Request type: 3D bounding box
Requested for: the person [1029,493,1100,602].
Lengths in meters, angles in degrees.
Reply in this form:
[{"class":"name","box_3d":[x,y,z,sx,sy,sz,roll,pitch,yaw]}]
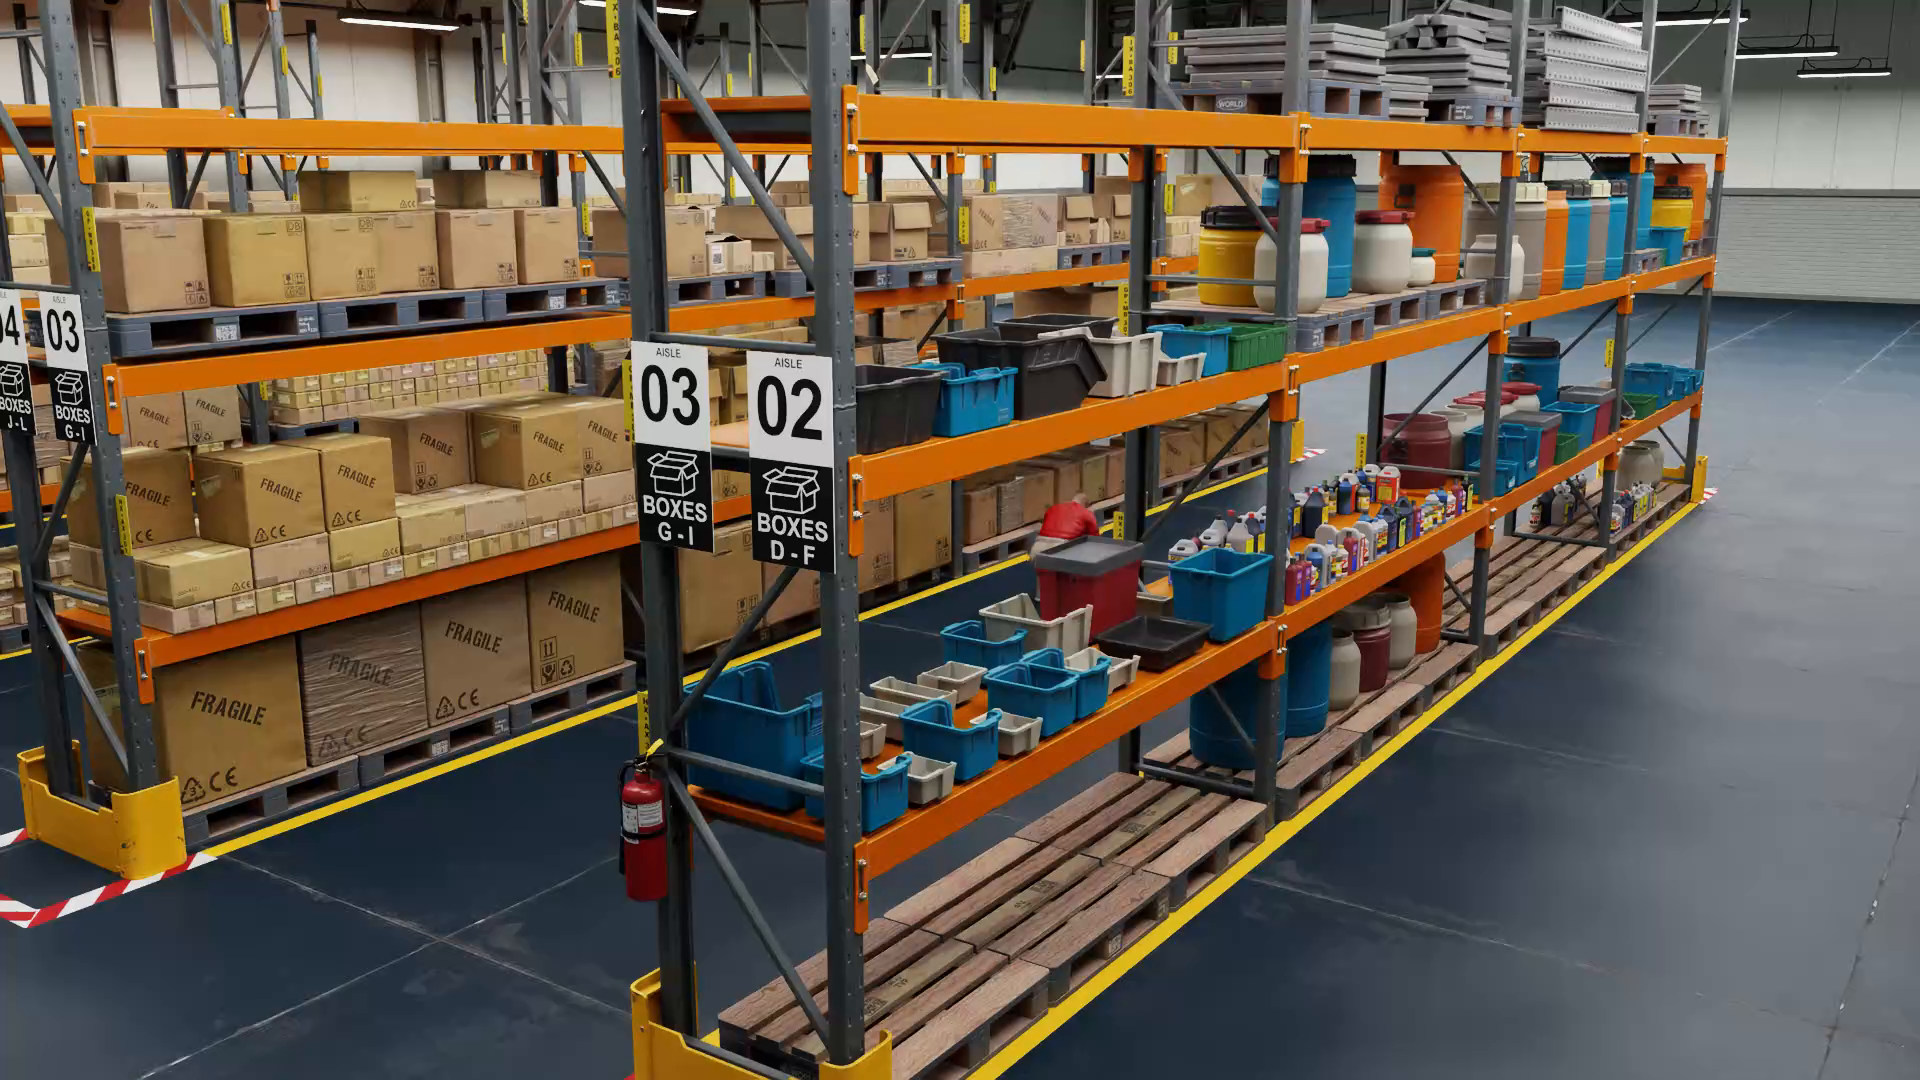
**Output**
[{"class":"person","box_3d":[0.949,0.089,14.984,0.566,0.908,0.880,9,15,33]}]
